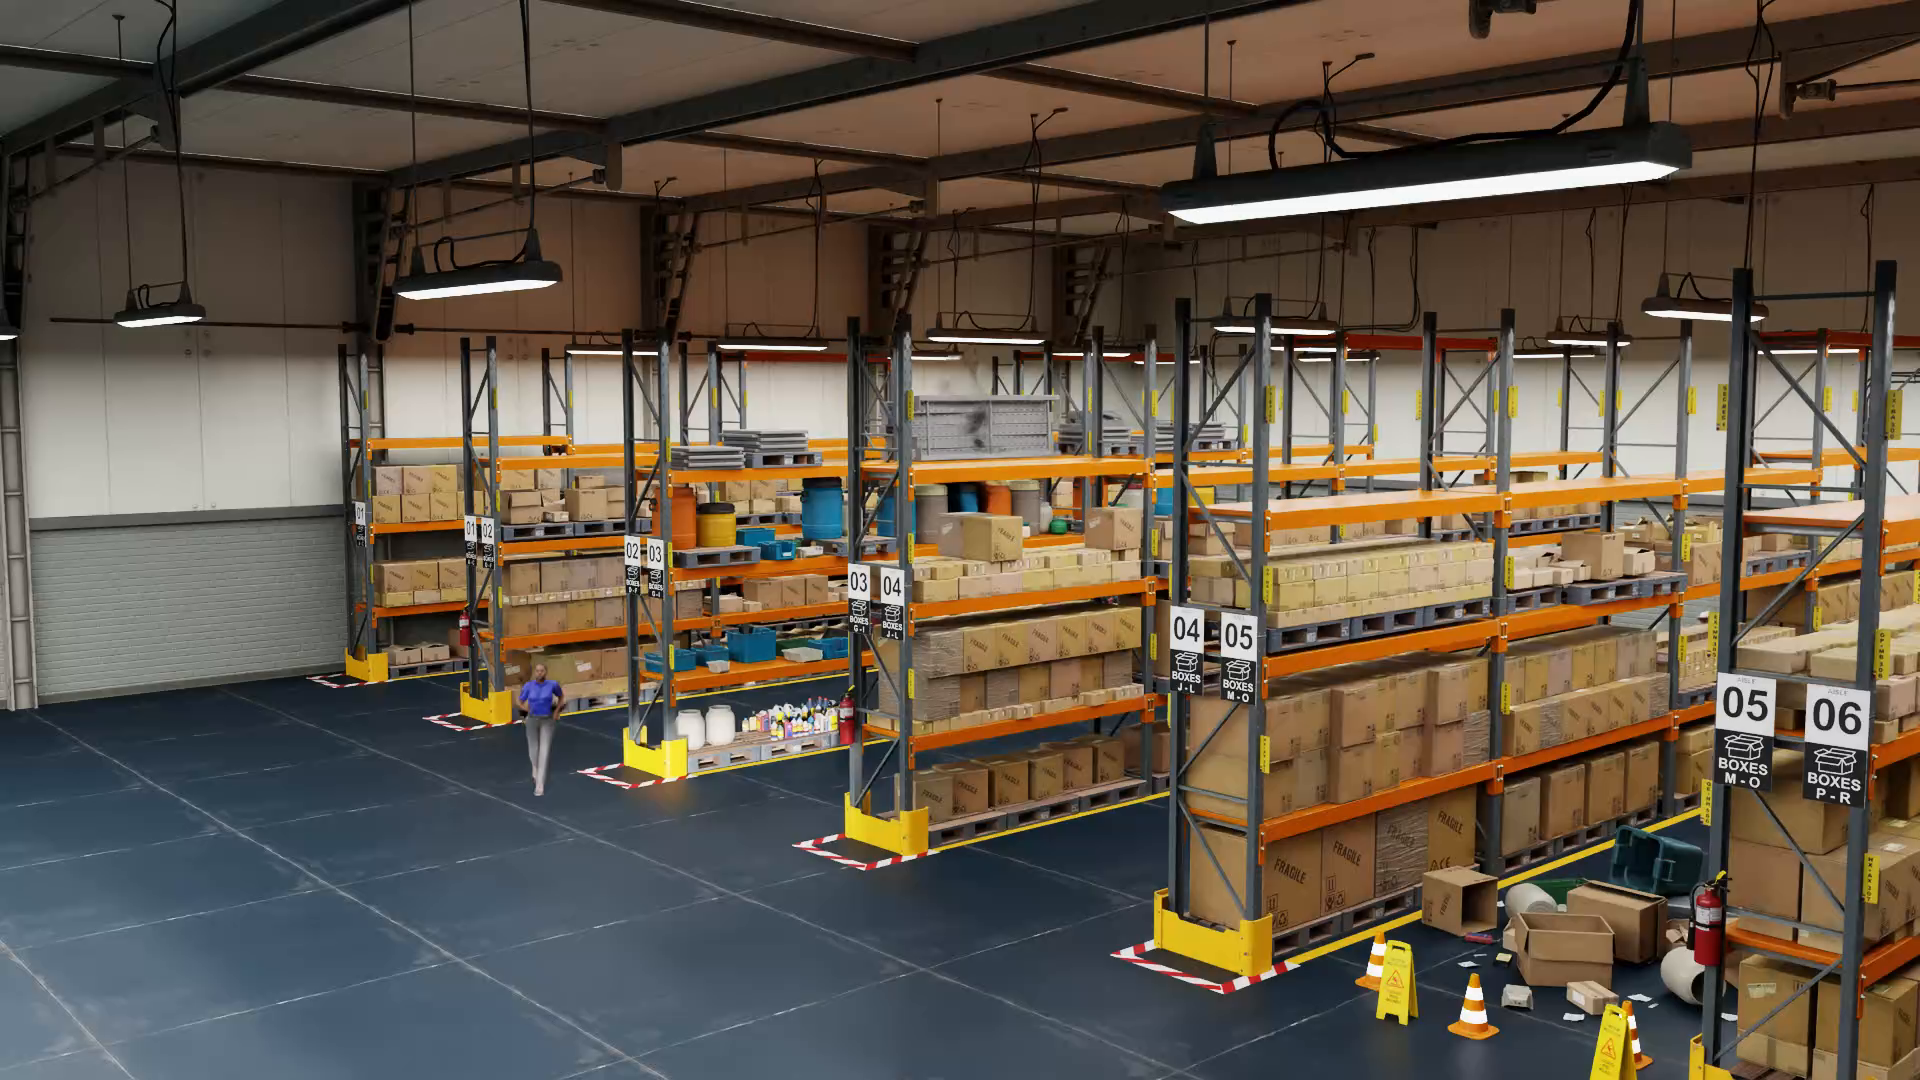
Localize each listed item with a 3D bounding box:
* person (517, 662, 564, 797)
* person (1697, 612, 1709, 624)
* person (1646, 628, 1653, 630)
[{"bbox_3d":[-5.444,2.416,21.609,0.589,1.669,0.910,-1,5,-10],"label":"person"},{"bbox_3d":[11.436,1.988,25.591,0.686,1.792,0.967,5,7,42],"label":"person"},{"bbox_3d":[9.997,2.141,24.118,0.564,1.749,0.653,-4,6,-37],"label":"person"}]
